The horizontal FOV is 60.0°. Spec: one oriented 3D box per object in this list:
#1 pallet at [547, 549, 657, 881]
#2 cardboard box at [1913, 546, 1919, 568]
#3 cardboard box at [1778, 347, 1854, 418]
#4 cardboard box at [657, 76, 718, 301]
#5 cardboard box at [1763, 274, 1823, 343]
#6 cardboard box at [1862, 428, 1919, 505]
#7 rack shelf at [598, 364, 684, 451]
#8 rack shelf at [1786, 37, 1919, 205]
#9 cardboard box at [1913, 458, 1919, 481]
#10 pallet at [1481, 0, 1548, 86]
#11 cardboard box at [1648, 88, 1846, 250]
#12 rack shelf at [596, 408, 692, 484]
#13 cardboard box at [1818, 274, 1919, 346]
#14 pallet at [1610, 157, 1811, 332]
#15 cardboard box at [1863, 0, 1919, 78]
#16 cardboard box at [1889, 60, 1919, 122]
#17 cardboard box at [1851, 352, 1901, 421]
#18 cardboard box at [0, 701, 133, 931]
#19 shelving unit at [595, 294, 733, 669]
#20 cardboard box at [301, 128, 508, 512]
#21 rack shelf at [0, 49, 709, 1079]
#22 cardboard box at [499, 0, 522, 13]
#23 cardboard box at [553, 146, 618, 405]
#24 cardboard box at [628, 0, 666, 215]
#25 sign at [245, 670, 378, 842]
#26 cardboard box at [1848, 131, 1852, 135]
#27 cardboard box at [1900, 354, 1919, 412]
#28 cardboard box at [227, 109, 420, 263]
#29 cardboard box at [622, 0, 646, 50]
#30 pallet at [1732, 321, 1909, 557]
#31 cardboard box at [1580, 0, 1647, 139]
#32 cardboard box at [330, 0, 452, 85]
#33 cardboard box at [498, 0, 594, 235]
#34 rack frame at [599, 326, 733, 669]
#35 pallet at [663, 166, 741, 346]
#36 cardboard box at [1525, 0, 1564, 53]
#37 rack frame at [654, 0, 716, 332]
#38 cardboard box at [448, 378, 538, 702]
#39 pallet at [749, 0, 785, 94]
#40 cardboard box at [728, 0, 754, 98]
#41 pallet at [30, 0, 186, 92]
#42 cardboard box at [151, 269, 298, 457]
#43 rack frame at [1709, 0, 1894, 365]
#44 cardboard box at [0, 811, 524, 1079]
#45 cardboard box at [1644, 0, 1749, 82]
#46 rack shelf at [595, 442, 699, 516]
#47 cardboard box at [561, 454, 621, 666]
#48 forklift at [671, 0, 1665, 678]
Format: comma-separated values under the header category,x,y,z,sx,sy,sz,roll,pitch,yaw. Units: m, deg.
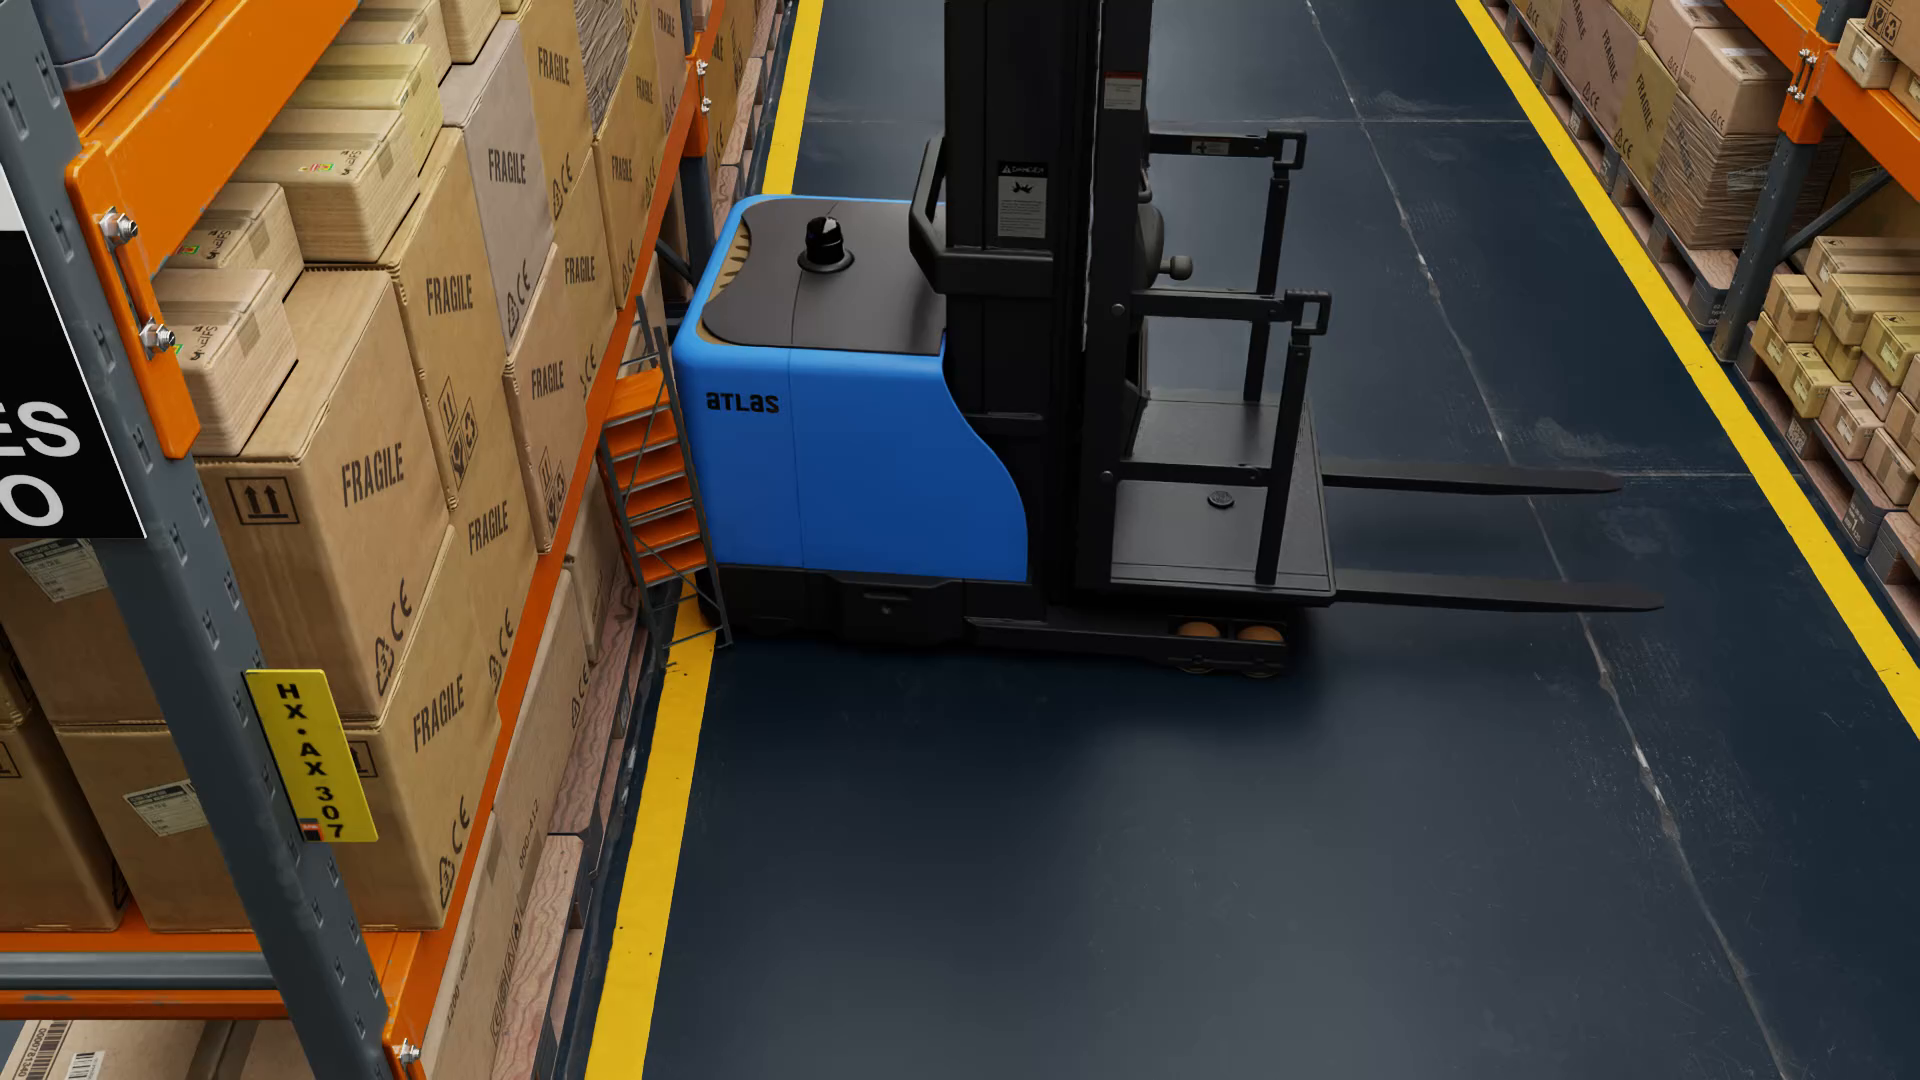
category,x,y,z,sx,sy,sz,roll,pitch,yaw
pallet,-1.498,0.487,4.974,1.003,0.211,1.213,0,39,0
cardboard box,3.247,0.079,5.196,0.380,0.149,0.250,-1,39,-1
cardboard box,3.205,-0.566,6.001,0.380,0.149,0.250,1,39,1
cardboard box,-1.505,-1.564,6.666,0.875,0.875,0.875,1,39,1
cardboard box,3.206,-0.849,6.117,0.380,0.149,0.250,2,39,2
cardboard box,3.307,-0.251,5.609,0.380,0.149,0.250,-1,39,-1
rack shelf,-0.940,-0.380,4.741,0.258,0.103,0.180,-19,42,-16
rack shelf,3.528,-0.377,4.397,1.077,0.370,4.000,0,39,0
cardboard box,3.306,-0.198,5.304,0.380,0.149,0.250,2,39,2
pallet,3.520,-2.833,9.116,1.003,0.211,1.213,0,39,0
cardboard box,3.273,-1.560,6.960,0.500,0.500,0.500,-1,39,-1
rack shelf,-0.931,-0.289,4.818,0.258,0.103,0.180,-19,42,-16
cardboard box,3.260,-0.804,5.823,0.380,0.149,0.250,2,39,2
pallet,3.523,-1.307,7.212,1.003,0.211,1.213,0,39,0
cardboard box,3.274,-1.754,5.222,0.500,0.500,0.500,-1,39,-1
cardboard box,3.273,-1.472,5.388,0.380,0.149,0.250,1,39,1
cardboard box,3.332,-0.538,5.729,0.380,0.149,0.250,0,39,0
cardboard box,-1.685,0.319,2.873,0.500,0.500,0.500,0,39,0
shelving unit,-0.916,-0.140,4.945,0.258,1.200,0.189,-19,42,-16
cardboard box,-1.143,-0.393,2.962,0.500,0.500,0.500,-1,39,-1
rack shelf,-1.422,-0.310,4.314,1.077,0.370,4.000,0,39,0
cardboard box,-1.103,-1.215,3.469,0.380,0.149,0.250,-1,39,-1
cardboard box,-1.162,-0.627,4.054,0.500,0.500,0.500,1,39,1
cardboard box,-1.162,-1.269,4.855,0.500,0.500,0.500,-1,39,-1
sign,-0.865,0.294,2.228,0.100,0.325,0.005,0,39,0
cardboard box,3.789,-1.852,6.726,0.500,0.250,0.500,-2,39,-2
cardboard box,3.332,-0.483,5.422,0.380,0.149,0.250,-1,39,-1
cardboard box,-1.100,-0.571,2.666,0.380,0.149,0.250,1,39,1
cardboard box,-1.155,-1.659,4.542,0.500,0.500,0.500,-1,39,-1
pallet,3.562,-0.400,6.081,1.003,0.211,1.213,0,39,0
cardboard box,3.276,-2.201,7.761,0.500,0.500,0.500,-1,39,-1
cardboard box,-1.172,-0.900,3.076,0.380,0.149,0.250,0,39,0
cardboard box,-1.153,-1.027,3.753,0.500,0.500,0.500,0,39,0
rack frame,-0.878,-0.089,4.879,0.240,1.200,0.006,-19,42,-16
pallet,-1.501,-1.236,7.124,1.003,0.211,1.213,0,39,0
cardboard box,3.271,-2.841,8.560,0.500,0.500,0.500,0,39,0
rack frame,-1.424,-1.842,5.649,1.000,3.000,0.127,0,39,0
cardboard box,-1.162,0.004,3.266,0.500,0.500,0.500,-1,39,-1
pallet,-1.503,-2.762,9.028,1.003,0.211,1.213,0,39,0
cardboard box,-1.514,-2.688,8.069,0.875,0.875,0.875,0,39,1
pallet,-1.431,-0.940,2.197,1.003,0.211,1.213,0,39,0
cardboard box,-1.143,-0.245,2.259,0.380,0.149,0.250,1,39,1
rack frame,3.525,-1.908,5.733,1.000,3.000,0.127,0,39,0
cardboard box,-1.521,1.083,3.713,0.875,0.438,0.875,-1,39,-2
cardboard box,3.285,-2.177,7.131,0.500,0.250,0.500,2,39,2
rack shelf,-0.922,-0.198,4.896,0.258,0.103,0.180,-19,42,-16
cardboard box,-1.529,-0.053,5.131,0.875,0.438,0.875,-1,39,-1
forklift,0.704,-1.062,4.732,3.031,2.935,1.130,3,39,4
